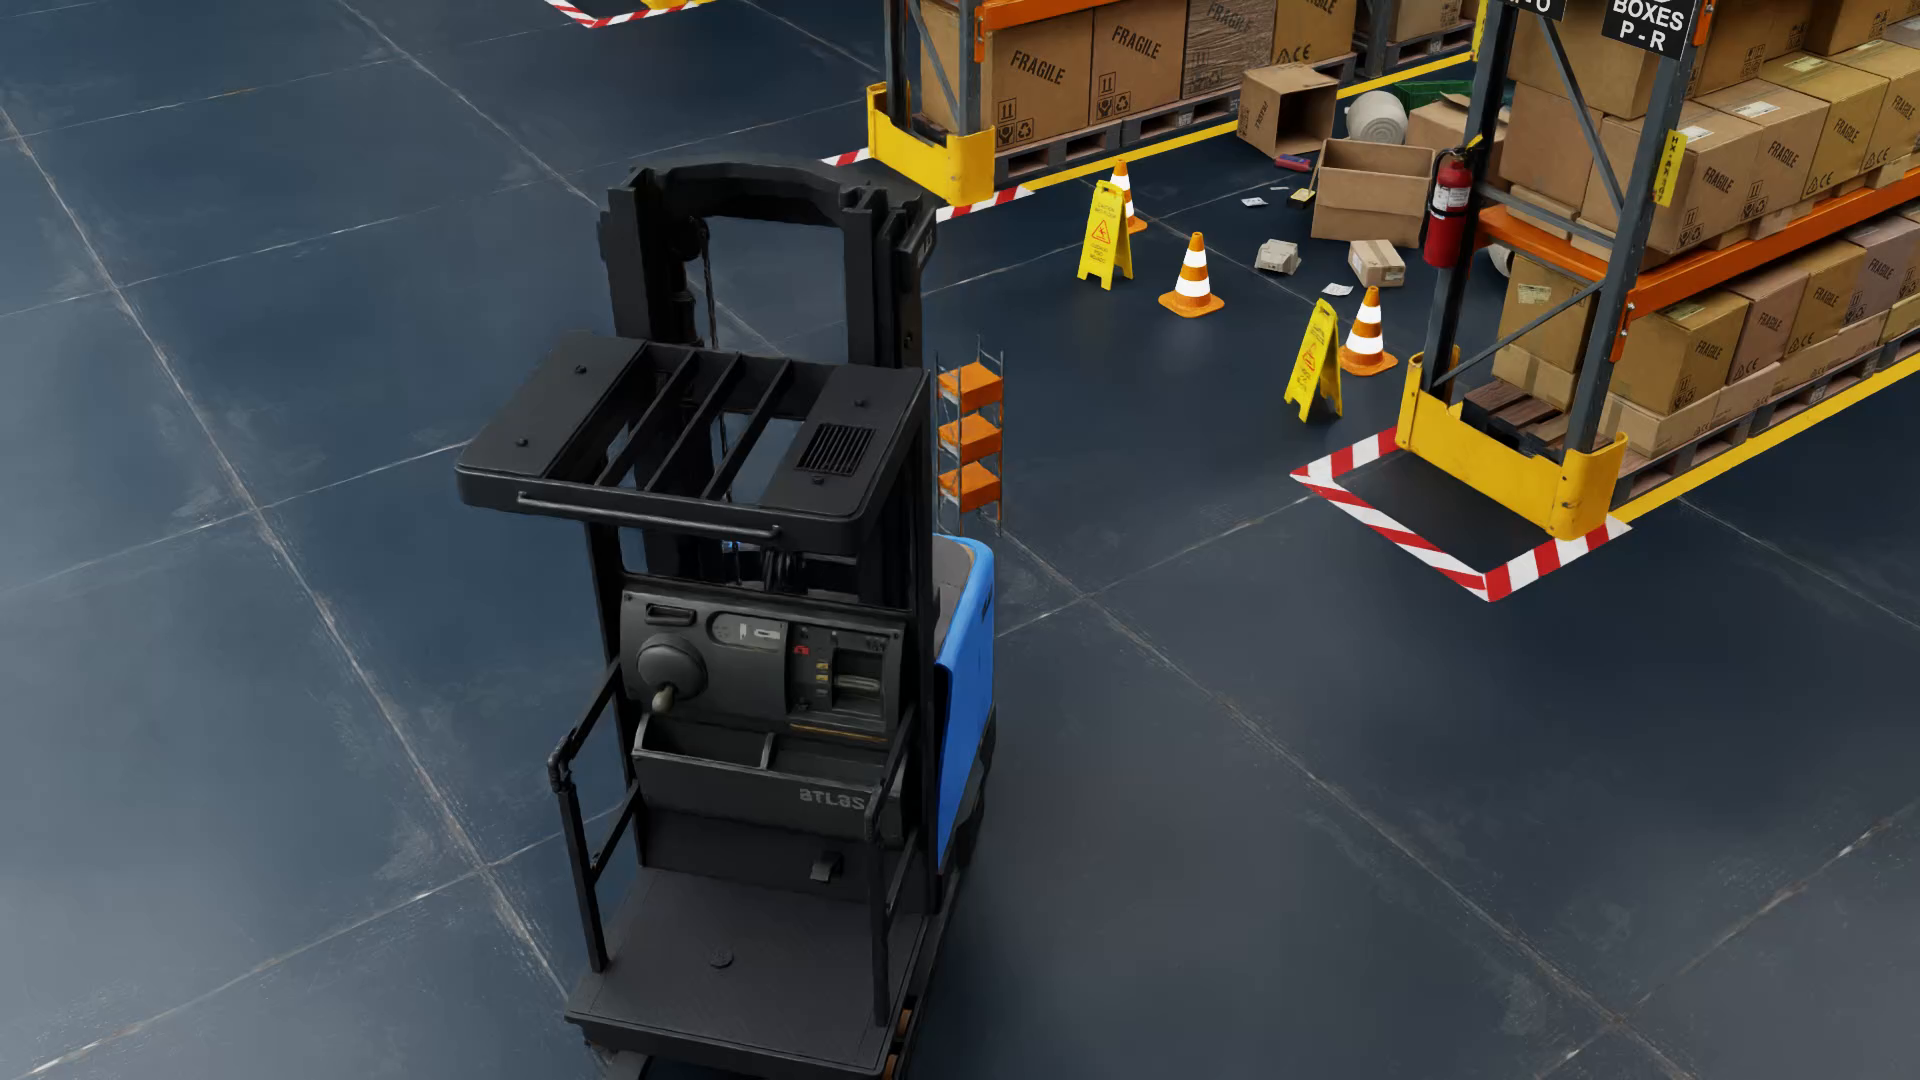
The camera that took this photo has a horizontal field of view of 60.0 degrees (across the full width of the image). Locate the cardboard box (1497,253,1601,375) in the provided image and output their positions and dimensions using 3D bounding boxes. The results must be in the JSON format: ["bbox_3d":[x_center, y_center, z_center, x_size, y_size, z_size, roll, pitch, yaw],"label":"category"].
[{"bbox_3d":[3.245,-1.262,8.788,0.500,0.500,0.500,-22,41,-28],"label":"cardboard box"}]

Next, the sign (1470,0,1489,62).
[{"bbox_3d":[2.437,-2.379,7.726,0.005,0.325,0.100,-22,41,-28],"label":"sign"}]

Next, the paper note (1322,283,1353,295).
[{"bbox_3d":[2.366,-1.572,10.409,0.148,0.019,0.142,22,41,28],"label":"paper note"}]

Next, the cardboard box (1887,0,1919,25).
[{"bbox_3d":[4.669,-3.060,8.739,0.500,0.500,0.700,-23,42,-29],"label":"cardboard box"}]

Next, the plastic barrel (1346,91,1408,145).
[{"bbox_3d":[3.032,-3.023,12.091,0.421,0.421,0.512,3,36,4],"label":"plastic barrel"}]

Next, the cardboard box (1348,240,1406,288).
[{"bbox_3d":[2.647,-1.756,10.565,0.250,0.149,0.380,-3,36,-4],"label":"cardboard box"}]

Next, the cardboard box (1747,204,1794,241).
[{"bbox_3d":[3.833,-1.628,8.160,0.250,0.149,0.380,-22,41,-27],"label":"cardboard box"}]

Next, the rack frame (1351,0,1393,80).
[{"bbox_3d":[3.075,-5.183,12.887,0.127,3.000,1.000,-22,41,-28],"label":"rack frame"}]

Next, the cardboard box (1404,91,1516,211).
[{"bbox_3d":[3.477,-2.668,11.413,0.503,0.637,0.797,-22,41,-28],"label":"cardboard box"}]

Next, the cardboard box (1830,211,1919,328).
[{"bbox_3d":[4.849,-1.542,9.178,0.500,0.500,0.500,-20,40,-26],"label":"cardboard box"}]

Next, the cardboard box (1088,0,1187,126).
[{"bbox_3d":[1.040,-3.702,12.288,0.875,0.875,0.875,-23,42,-29],"label":"cardboard box"}]

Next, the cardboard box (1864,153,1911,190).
[{"bbox_3d":[4.678,-1.980,8.649,0.250,0.149,0.380,-22,41,-28],"label":"cardboard box"}]

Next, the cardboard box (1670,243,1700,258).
[{"bbox_3d":[3.335,-1.514,8.002,0.250,0.149,0.380,-22,41,-27],"label":"cardboard box"}]

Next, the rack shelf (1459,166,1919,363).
[{"bbox_3d":[4.375,-1.890,8.924,4.000,0.370,1.077,-22,41,-28],"label":"rack shelf"}]

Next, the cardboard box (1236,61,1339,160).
[{"bbox_3d":[2.398,-3.157,12.209,0.500,0.500,0.500,-15,38,-20],"label":"cardboard box"}]

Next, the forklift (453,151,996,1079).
[{"bbox_3d":[-0.678,0.460,5.100,1.130,2.935,3.031,8,36,10],"label":"forklift"}]

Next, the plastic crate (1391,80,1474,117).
[{"bbox_3d":[3.688,-3.381,12.741,0.662,0.188,0.450,-3,26,-4],"label":"plastic crate"}]

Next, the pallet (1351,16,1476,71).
[{"bbox_3d":[3.663,-4.346,14.112,1.213,0.211,1.003,-22,41,-28],"label":"pallet"}]

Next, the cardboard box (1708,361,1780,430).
[{"bbox_3d":[3.980,-0.871,8.887,0.500,0.250,0.500,-21,41,-26],"label":"cardboard box"}]

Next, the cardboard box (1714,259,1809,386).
[{"bbox_3d":[4.003,-1.193,8.693,0.500,0.500,0.500,-24,42,-29],"label":"cardboard box"}]

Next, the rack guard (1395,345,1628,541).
[{"bbox_3d":[2.802,-0.520,8.544,0.348,0.500,1.175,-22,41,-28],"label":"rack guard"}]

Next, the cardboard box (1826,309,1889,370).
[{"bbox_3d":[4.833,-1.229,9.385,0.500,0.250,0.500,-22,41,-27],"label":"cardboard box"}]

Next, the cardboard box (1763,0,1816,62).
[{"bbox_3d":[3.807,-2.740,8.293,0.500,0.500,0.700,-23,42,-28],"label":"cardboard box"}]

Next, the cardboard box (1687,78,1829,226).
[{"bbox_3d":[3.708,-1.873,7.945,0.500,0.500,0.500,-21,41,-27],"label":"cardboard box"}]

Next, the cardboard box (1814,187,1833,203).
[{"bbox_3d":[4.206,-1.849,8.467,0.250,0.149,0.380,-21,41,-26],"label":"cardboard box"}]

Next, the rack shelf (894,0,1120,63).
[{"bbox_3d":[1.441,-4.218,12.162,4.000,0.370,1.077,-22,41,-28],"label":"rack shelf"}]

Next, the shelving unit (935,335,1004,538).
[{"bbox_3d":[0.044,-0.444,7.968,0.252,1.050,0.215,-22,41,-28],"label":"shelving unit"}]

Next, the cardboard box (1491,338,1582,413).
[{"bbox_3d":[3.265,-0.972,9.027,0.500,0.250,0.500,-23,41,-28],"label":"cardboard box"}]

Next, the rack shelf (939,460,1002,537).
[{"bbox_3d":[0.044,-0.210,8.137,0.240,0.259,0.215,-22,41,-28],"label":"rack shelf"}]

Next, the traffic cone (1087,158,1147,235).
[{"bbox_3d":[1.058,-2.308,11.063,0.334,0.463,0.336,-22,41,-28],"label":"traffic cone"}]

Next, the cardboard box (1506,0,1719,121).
[{"bbox_3d":[3.032,-2.352,7.755,0.500,0.500,0.700,-23,42,-29],"label":"cardboard box"}]

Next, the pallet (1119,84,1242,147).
[{"bbox_3d":[1.411,-3.420,12.824,1.213,0.211,1.003,-22,41,-28],"label":"pallet"}]

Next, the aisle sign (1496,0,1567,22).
[{"bbox_3d":[2.522,-2.682,7.184,0.004,0.787,0.394,-22,41,-28],"label":"aisle sign"}]

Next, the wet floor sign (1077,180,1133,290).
[{"bbox_3d":[0.923,-1.927,10.377,0.267,0.644,0.232,30,45,35],"label":"wet floor sign"}]

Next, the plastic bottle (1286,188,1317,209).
[{"bbox_3d":[2.377,-2.373,11.497,0.133,0.061,0.283,22,41,28],"label":"plastic bottle"}]

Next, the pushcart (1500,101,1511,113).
[{"bbox_3d":[4.655,-2.861,11.905,1.648,0.377,0.936,22,41,28],"label":"pushcart"}]

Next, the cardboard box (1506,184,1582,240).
[{"bbox_3d":[2.922,-1.635,8.169,0.250,0.149,0.380,-21,41,-26],"label":"cardboard box"}]

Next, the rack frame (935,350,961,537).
[{"bbox_3d":[-0.056,-0.403,7.911,0.008,1.050,0.200,-22,41,-28],"label":"rack frame"}]

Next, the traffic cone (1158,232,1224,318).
[{"bbox_3d":[1.431,-1.655,10.155,0.334,0.463,0.336,-22,41,-28],"label":"traffic cone"}]

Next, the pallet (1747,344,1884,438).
[{"bbox_3d":[4.483,-1.067,9.553,1.213,0.211,1.003,-22,41,-28],"label":"pallet"}]

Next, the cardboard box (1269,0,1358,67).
[{"bbox_3d":[2.521,-4.313,13.137,0.875,0.875,0.875,-22,41,-27],"label":"cardboard box"}]

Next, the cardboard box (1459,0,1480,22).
[{"bbox_3d":[4.322,-5.014,14.220,0.750,0.750,1.050,-22,41,-28],"label":"cardboard box"}]

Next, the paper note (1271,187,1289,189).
[{"bbox_3d":[2.244,-2.470,11.676,0.123,0.001,0.032,-3,36,-4],"label":"paper note"}]

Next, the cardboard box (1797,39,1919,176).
[{"bbox_3d":[4.535,-2.220,8.427,0.500,0.500,0.500,-23,42,-29],"label":"cardboard box"}]
